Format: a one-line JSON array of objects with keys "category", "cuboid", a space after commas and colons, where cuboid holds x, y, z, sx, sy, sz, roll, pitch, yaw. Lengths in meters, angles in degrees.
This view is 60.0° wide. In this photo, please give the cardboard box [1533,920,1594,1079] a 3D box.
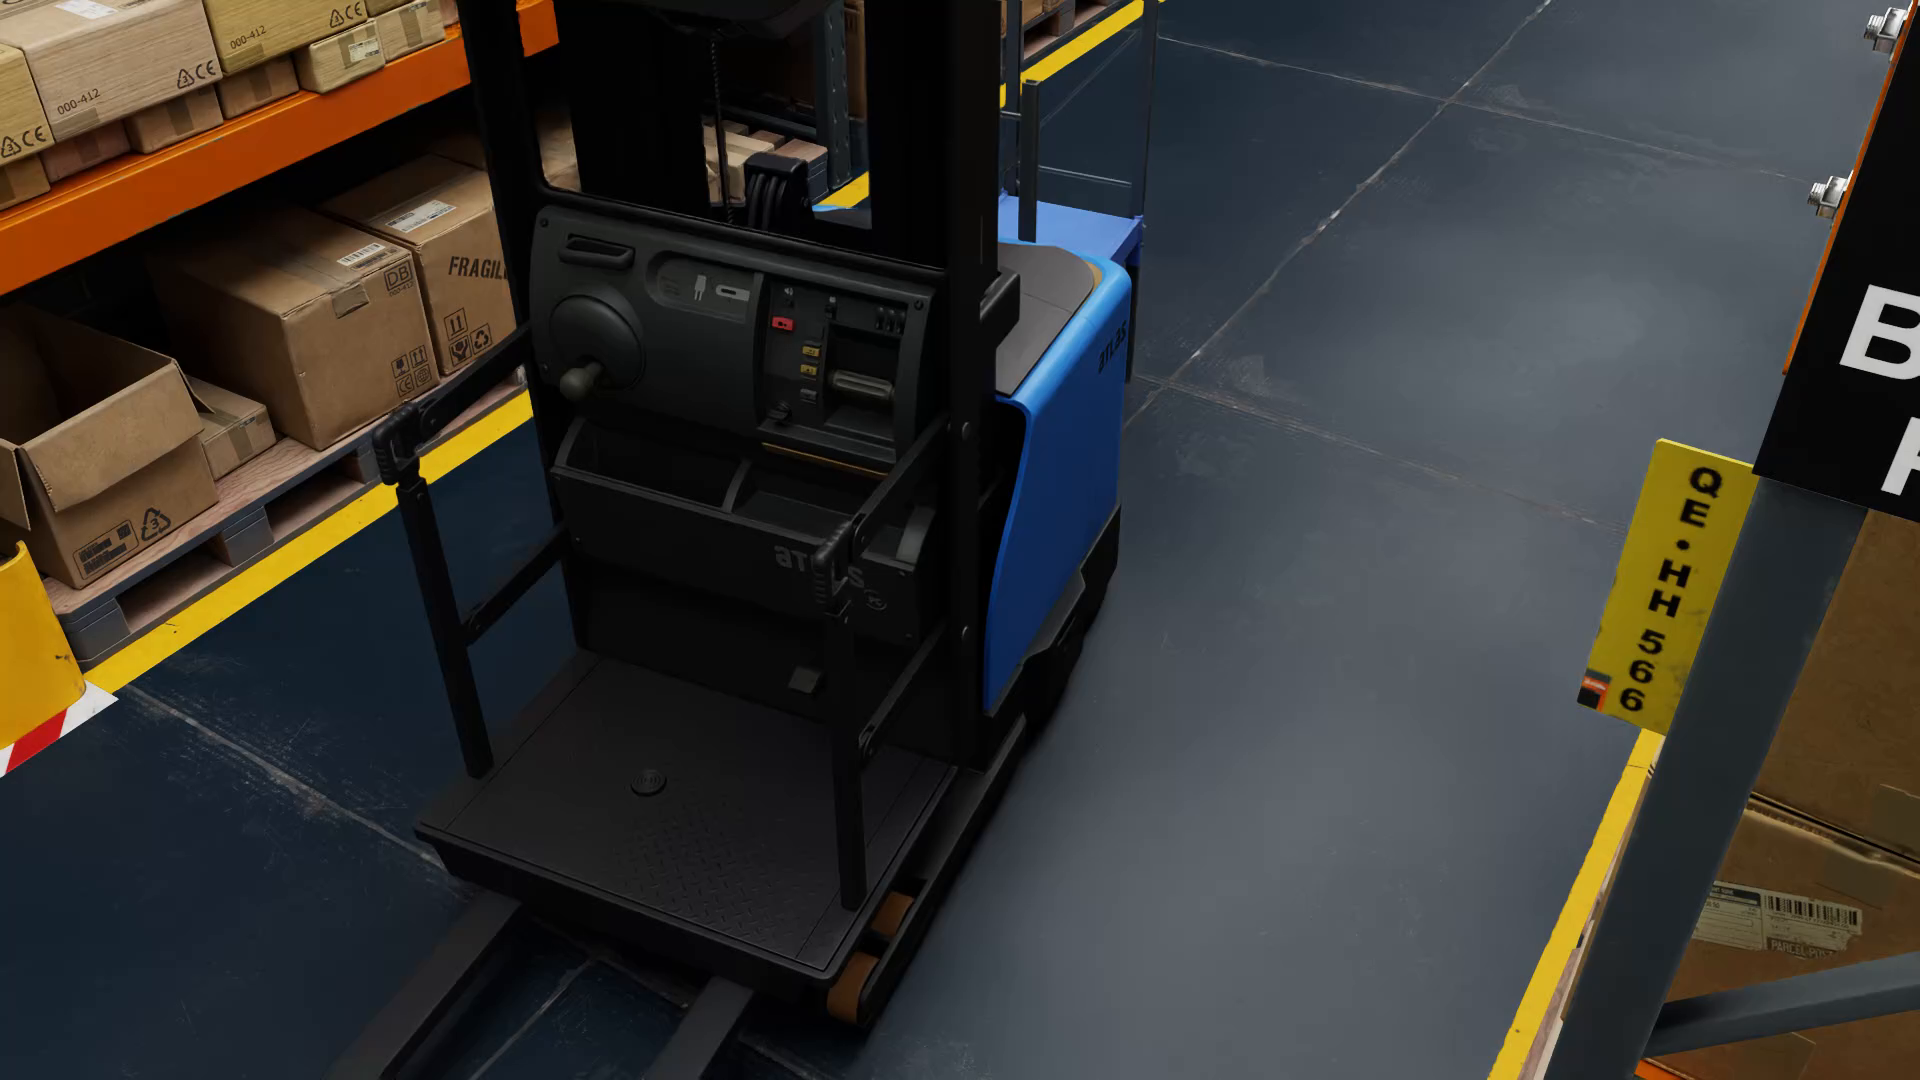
[{"category": "cardboard box", "cuboid": [1.393, 1.266, 2.906, 0.875, 0.438, 0.875, 20, 42, 24]}]

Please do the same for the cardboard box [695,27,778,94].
[{"category": "cardboard box", "cuboid": [-0.913, -2.420, 7.635, 0.500, 0.500, 0.500, 21, 42, 25]}]

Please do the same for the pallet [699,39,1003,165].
[{"category": "pallet", "cuboid": [-0.522, -2.221, 7.958, 1.003, 0.211, 1.213, 21, 42, 25]}]

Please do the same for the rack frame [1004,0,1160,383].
[{"category": "rack frame", "cuboid": [0.385, -1.229, 5.616, 0.500, 1.500, 0.032, 15, 40, 19]}]

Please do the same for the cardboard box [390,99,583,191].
[{"category": "cardboard box", "cuboid": [-1.614, -1.255, 6.125, 0.700, 0.500, 0.500, 20, 42, 23]}]

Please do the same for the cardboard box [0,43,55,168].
[{"category": "cardboard box", "cuboid": [-2.599, -1.036, 4.016, 0.500, 0.250, 0.500, 21, 42, 25]}]

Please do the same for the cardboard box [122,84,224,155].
[{"category": "cardboard box", "cuboid": [-2.266, -1.215, 4.575, 0.380, 0.149, 0.250, 23, 43, 26]}]

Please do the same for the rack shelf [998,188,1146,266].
[{"category": "rack shelf", "cuboid": [0.181, -0.802, 5.357, 0.538, 0.185, 1.000, 15, 40, 19]}]

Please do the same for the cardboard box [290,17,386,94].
[{"category": "cardboard box", "cuboid": [-1.929, -1.459, 4.892, 0.380, 0.149, 0.250, 20, 42, 24]}]

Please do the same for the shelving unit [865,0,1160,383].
[{"category": "shelving unit", "cuboid": [0.181, -0.945, 5.247, 0.538, 1.500, 1.048, 15, 40, 19]}]

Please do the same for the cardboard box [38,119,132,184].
[{"category": "cardboard box", "cuboid": [-2.453, -1.105, 4.432, 0.380, 0.149, 0.250, 21, 42, 25]}]

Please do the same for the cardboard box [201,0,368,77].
[{"category": "cardboard box", "cuboid": [-2.060, -1.558, 4.693, 0.500, 0.250, 0.500, 20, 42, 24]}]

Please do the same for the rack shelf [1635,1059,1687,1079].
[{"category": "rack shelf", "cuboid": [2.196, 0.044, 3.325, 1.077, 0.370, 4.000, 21, 42, 25]}]

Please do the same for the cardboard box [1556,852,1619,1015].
[{"category": "cardboard box", "cuboid": [1.876, 0.791, 3.521, 0.875, 0.438, 0.875, 22, 43, 26]}]

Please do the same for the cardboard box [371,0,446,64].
[{"category": "cardboard box", "cuboid": [-1.805, -1.602, 5.077, 0.380, 0.149, 0.250, 22, 43, 26]}]

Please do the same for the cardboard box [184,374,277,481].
[{"category": "cardboard box", "cuboid": [-2.401, -0.359, 5.250, 0.380, 0.149, 0.250, 19, 42, 23]}]

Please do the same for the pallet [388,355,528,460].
[{"category": "pallet", "cuboid": [-1.948, -0.804, 6.120, 1.003, 0.211, 1.213, 21, 42, 25]}]

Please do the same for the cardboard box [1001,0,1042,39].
[{"category": "cardboard box", "cuboid": [0.071, -2.779, 8.102, 0.500, 0.500, 0.500, 20, 42, 24]}]

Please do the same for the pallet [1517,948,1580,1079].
[{"category": "pallet", "cuboid": [1.486, 1.457, 3.187, 1.003, 0.211, 1.213, 21, 42, 25]}]

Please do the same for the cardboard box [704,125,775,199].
[{"category": "cardboard box", "cuboid": [-0.977, -1.547, 6.792, 0.380, 0.149, 0.250, 20, 42, 24]}]

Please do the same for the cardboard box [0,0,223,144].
[{"category": "cardboard box", "cuboid": [-2.329, -1.296, 4.353, 0.500, 0.250, 0.500, 22, 43, 26]}]

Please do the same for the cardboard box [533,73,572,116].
[{"category": "cardboard box", "cuboid": [-1.480, -1.732, 6.898, 0.500, 0.311, 0.500, 23, 43, 27]}]

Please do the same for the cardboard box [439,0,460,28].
[{"category": "cardboard box", "cuboid": [-1.725, -1.757, 5.279, 0.380, 0.149, 0.250, 21, 42, 25]}]

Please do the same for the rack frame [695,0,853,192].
[{"category": "rack frame", "cuboid": [-0.926, -2.893, 6.547, 1.000, 3.000, 0.127, 21, 42, 25]}]

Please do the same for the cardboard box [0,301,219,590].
[{"category": "cardboard box", "cuboid": [-2.661, -0.293, 4.874, 0.797, 0.503, 0.637, 19, 42, 23]}]

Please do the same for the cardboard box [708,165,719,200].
[{"category": "cardboard box", "cuboid": [-1.168, -1.410, 6.517, 0.396, 0.266, 0.258, 23, 43, 27]}]

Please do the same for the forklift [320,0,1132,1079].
[{"category": "forklift", "cuboid": [-0.578, -0.355, 3.310, 1.130, 2.935, 3.031, 15, 40, 19]}]

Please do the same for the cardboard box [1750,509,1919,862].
[{"category": "cardboard box", "cuboid": [1.181, 0.028, 1.856, 0.500, 0.500, 0.500, 23, 43, 27]}]

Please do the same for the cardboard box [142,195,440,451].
[{"category": "cardboard box", "cuboid": [-2.171, -0.720, 5.431, 0.700, 0.500, 0.500, 23, 43, 27]}]

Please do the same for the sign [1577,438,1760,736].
[{"category": "sign", "cuboid": [0.673, 0.053, 1.582, 0.100, 0.325, 0.005, 21, 42, 25]}]

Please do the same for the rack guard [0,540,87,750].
[{"category": "rack guard", "cuboid": [-3.028, 0.119, 4.686, 1.175, 0.500, 0.348, 21, 42, 25]}]

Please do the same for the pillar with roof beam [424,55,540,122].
[{"category": "pillar with roof beam", "cuboid": [1.575, -3.797, 2.805, 9.100, 9.000, 0.400, 21, 42, 25]}]

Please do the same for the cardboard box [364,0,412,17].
[{"category": "cardboard box", "cuboid": [-1.804, -1.829, 5.044, 0.500, 0.250, 0.500, 20, 42, 24]}]

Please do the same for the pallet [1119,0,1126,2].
[{"category": "pallet", "cuboid": [0.785, -3.479, 9.590, 1.003, 0.211, 1.213, 21, 42, 25]}]

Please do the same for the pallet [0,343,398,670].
[{"category": "pallet", "cuboid": [-2.602, -0.177, 5.307, 1.003, 0.211, 1.213, 21, 42, 25]}]

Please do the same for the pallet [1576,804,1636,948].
[{"category": "pallet", "cuboid": [2.141, 0.830, 4.000, 1.003, 0.211, 1.213, 21, 42, 25]}]

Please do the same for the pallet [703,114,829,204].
[{"category": "pallet", "cuboid": [-1.295, -1.435, 6.939, 1.003, 0.211, 1.213, 21, 42, 25]}]

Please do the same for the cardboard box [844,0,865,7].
[{"category": "cardboard box", "cuboid": [-0.509, -2.425, 7.110, 0.380, 0.149, 0.250, 23, 43, 27]}]

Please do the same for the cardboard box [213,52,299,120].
[{"category": "cardboard box", "cuboid": [-2.128, -1.354, 4.755, 0.380, 0.149, 0.250, 22, 43, 26]}]

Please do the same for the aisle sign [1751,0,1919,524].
[{"category": "aisle sign", "cuboid": [0.824, -0.304, 1.058, 0.394, 0.787, 0.004, 21, 42, 25]}]

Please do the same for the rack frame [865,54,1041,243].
[{"category": "rack frame", "cuboid": [-0.023, -0.660, 4.878, 0.500, 1.500, 0.032, 15, 40, 19]}]

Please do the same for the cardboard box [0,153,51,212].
[{"category": "cardboard box", "cuboid": [-2.564, -0.958, 4.241, 0.380, 0.149, 0.250, 22, 43, 26]}]

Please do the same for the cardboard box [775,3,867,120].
[{"category": "cardboard box", "cuboid": [-0.477, -2.246, 7.410, 0.500, 0.500, 0.500, 23, 43, 27]}]

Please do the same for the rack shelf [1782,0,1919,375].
[{"category": "rack shelf", "cuboid": [2.196, -1.144, 2.409, 1.077, 0.370, 4.000, 21, 42, 25]}]

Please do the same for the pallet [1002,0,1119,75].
[{"category": "pallet", "cuboid": [0.131, -2.852, 8.777, 1.003, 0.211, 1.213, 21, 42, 25]}]

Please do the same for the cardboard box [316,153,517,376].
[{"category": "cardboard box", "cuboid": [-1.803, -0.960, 5.742, 0.500, 0.500, 0.500, 22, 43, 26]}]

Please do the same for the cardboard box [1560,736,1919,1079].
[{"category": "cardboard box", "cuboid": [1.159, 0.415, 2.172, 0.500, 0.500, 0.500, 21, 42, 25]}]

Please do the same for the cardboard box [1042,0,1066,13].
[{"category": "cardboard box", "cuboid": [0.354, -3.045, 8.446, 0.500, 0.500, 0.500, 20, 42, 24]}]
